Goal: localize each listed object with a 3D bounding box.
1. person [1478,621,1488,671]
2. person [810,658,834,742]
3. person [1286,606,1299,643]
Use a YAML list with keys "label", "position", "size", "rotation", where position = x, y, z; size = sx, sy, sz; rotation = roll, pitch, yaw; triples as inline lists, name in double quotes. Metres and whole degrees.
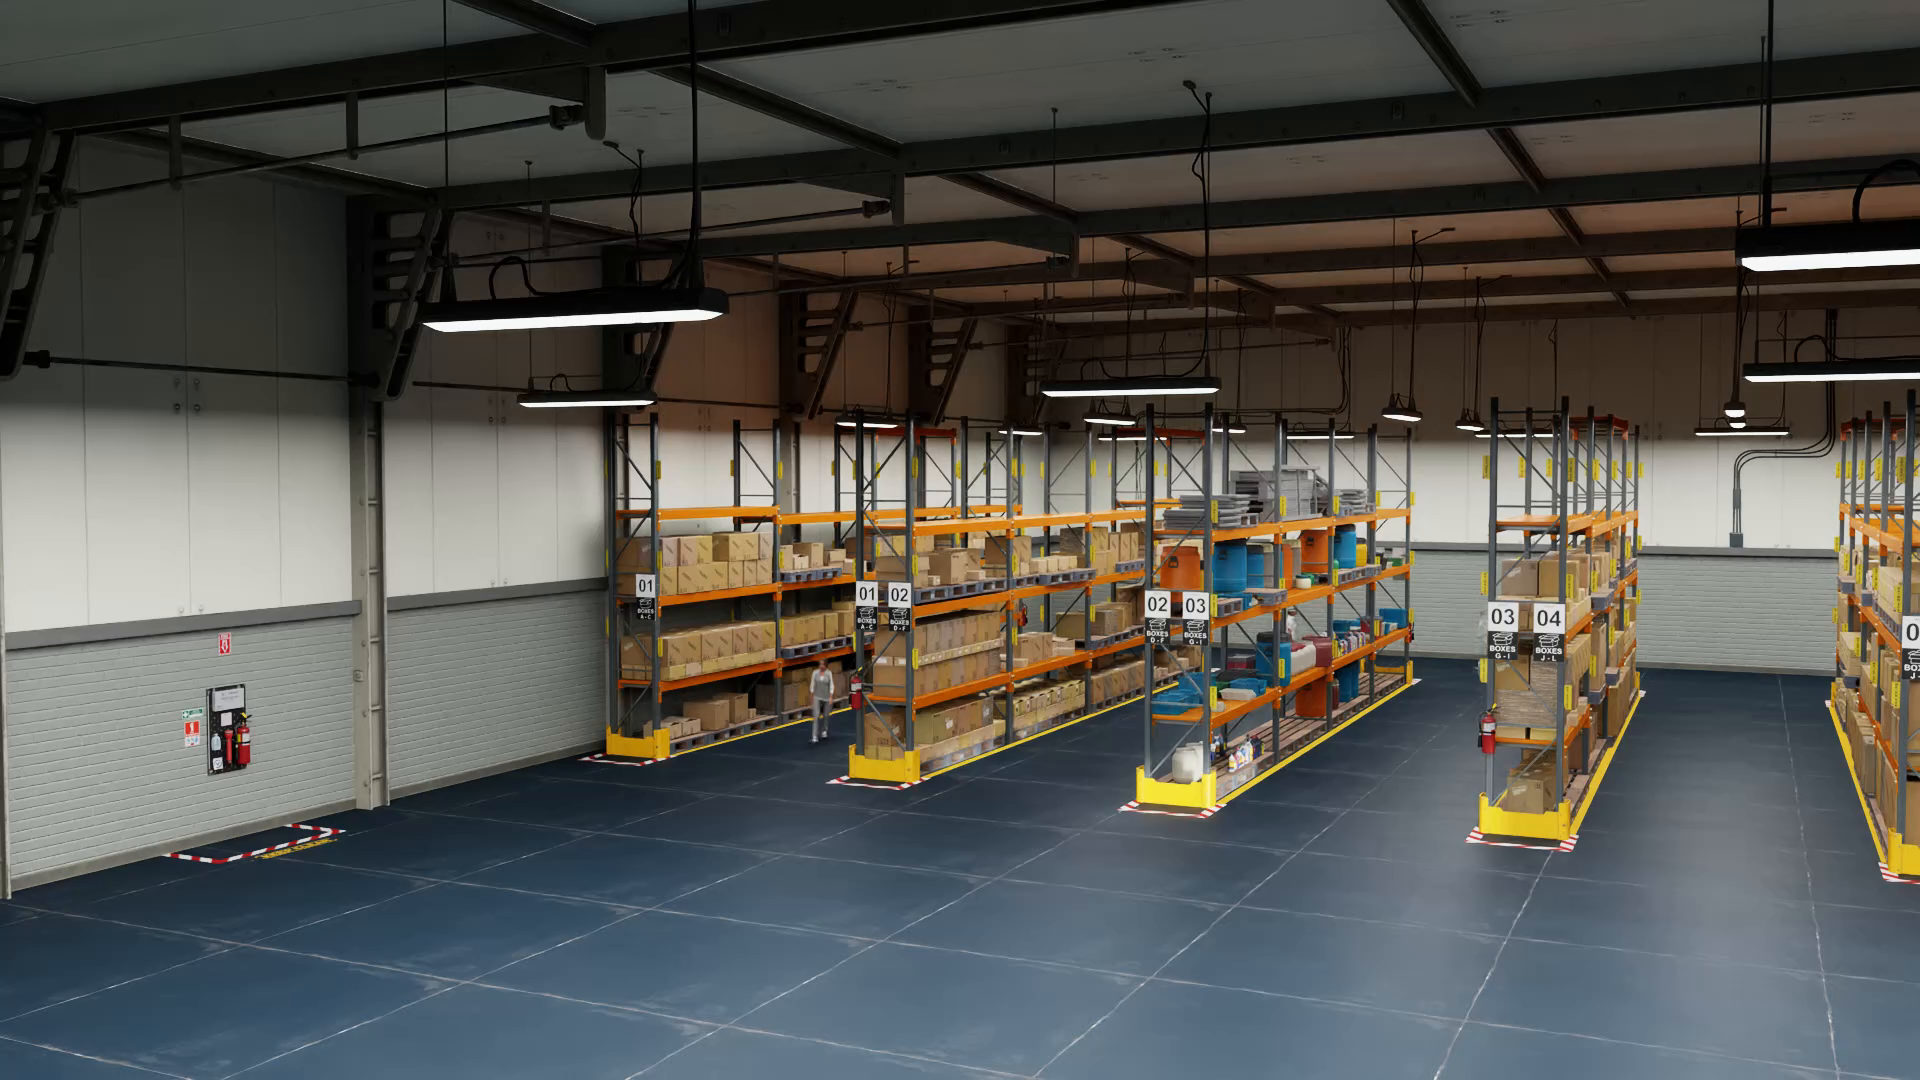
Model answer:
- label: "person"
  position: [12.755, 2.479, 39.844]
  size: [0.534, 1.674, 0.582]
  rotation: [-2, 3, -44]
- label: "person"
  position: [-2.557, 2.926, 30.592]
  size: [0.464, 1.530, 0.999]
  rotation: [-1, 2, -13]
- label: "person"
  position: [8.063, 2.443, 40.863]
  size: [0.728, 1.669, 0.508]
  rotation: [1, 3, 31]
